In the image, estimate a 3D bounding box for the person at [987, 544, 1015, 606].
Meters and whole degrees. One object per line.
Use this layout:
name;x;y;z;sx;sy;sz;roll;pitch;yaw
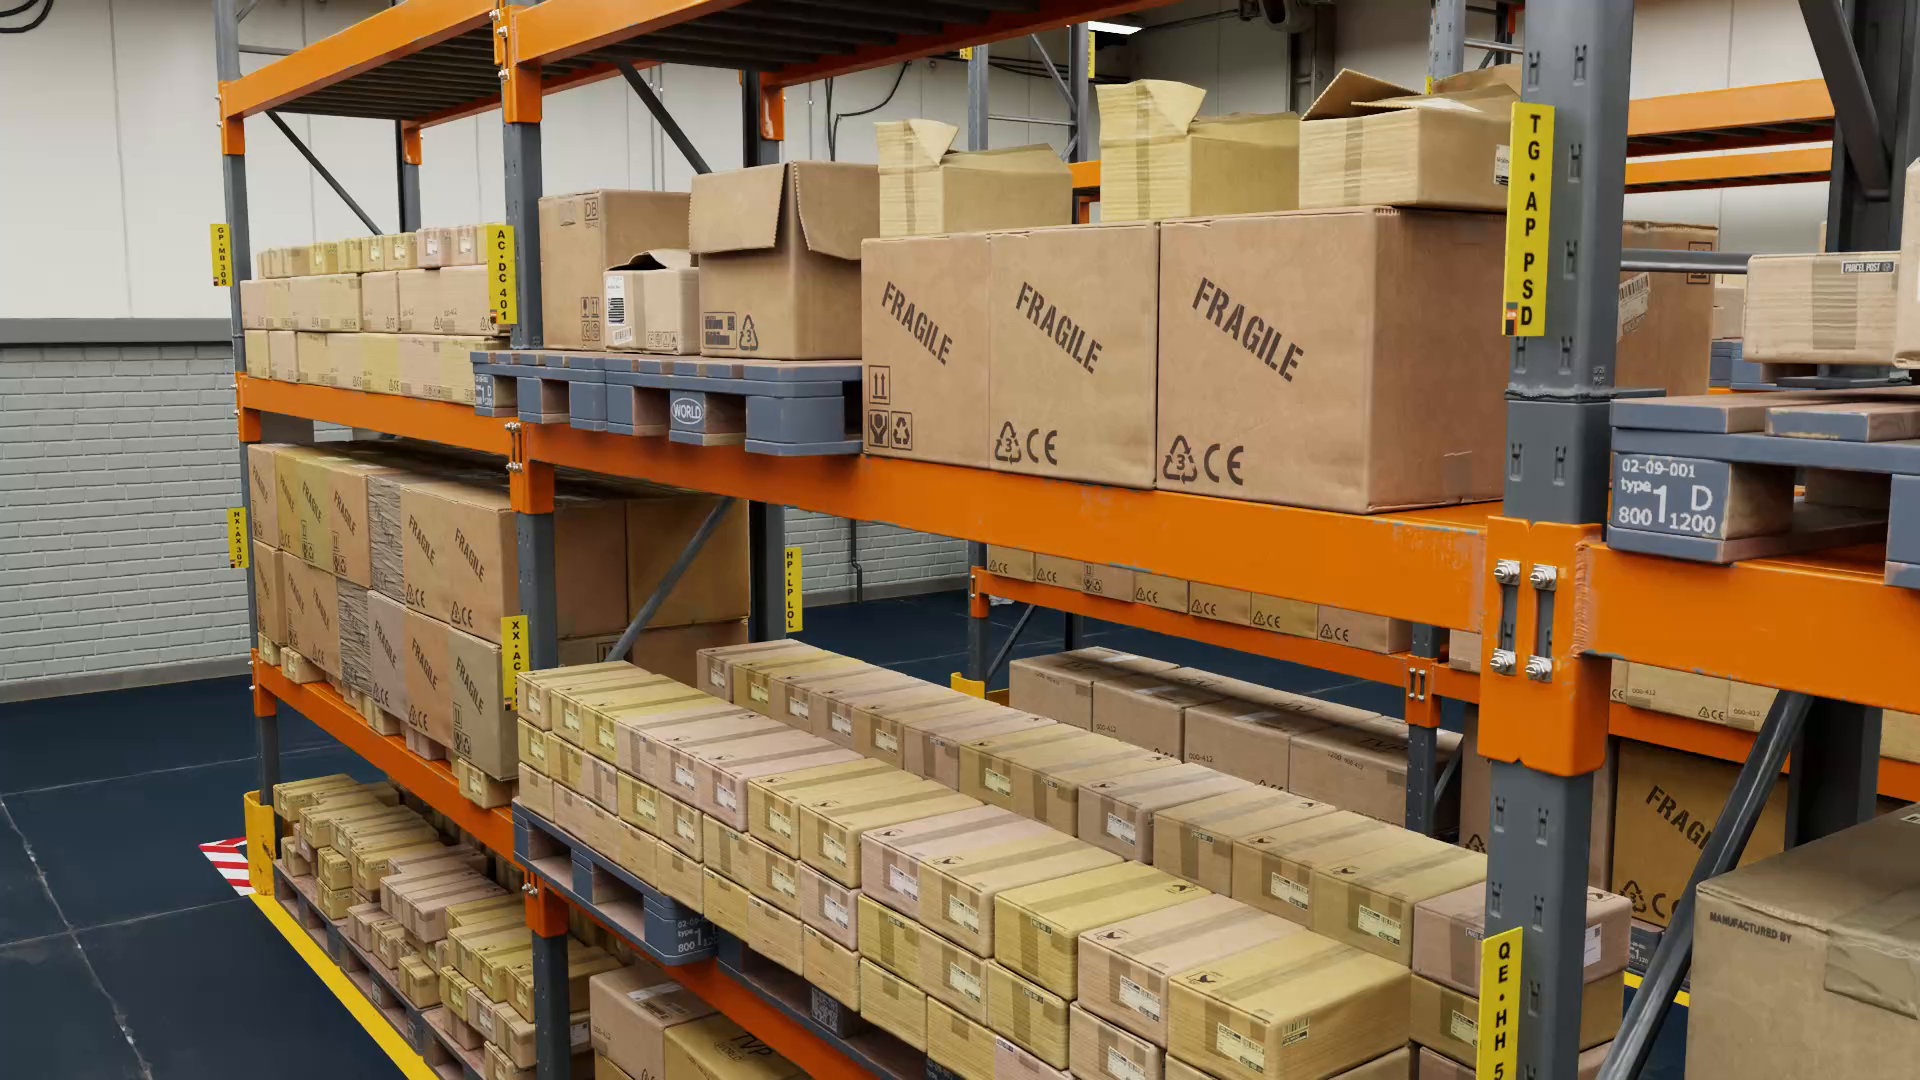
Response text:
person;0.541;0.144;18.244;0.982;1.065;0.482;-6;10;-38
